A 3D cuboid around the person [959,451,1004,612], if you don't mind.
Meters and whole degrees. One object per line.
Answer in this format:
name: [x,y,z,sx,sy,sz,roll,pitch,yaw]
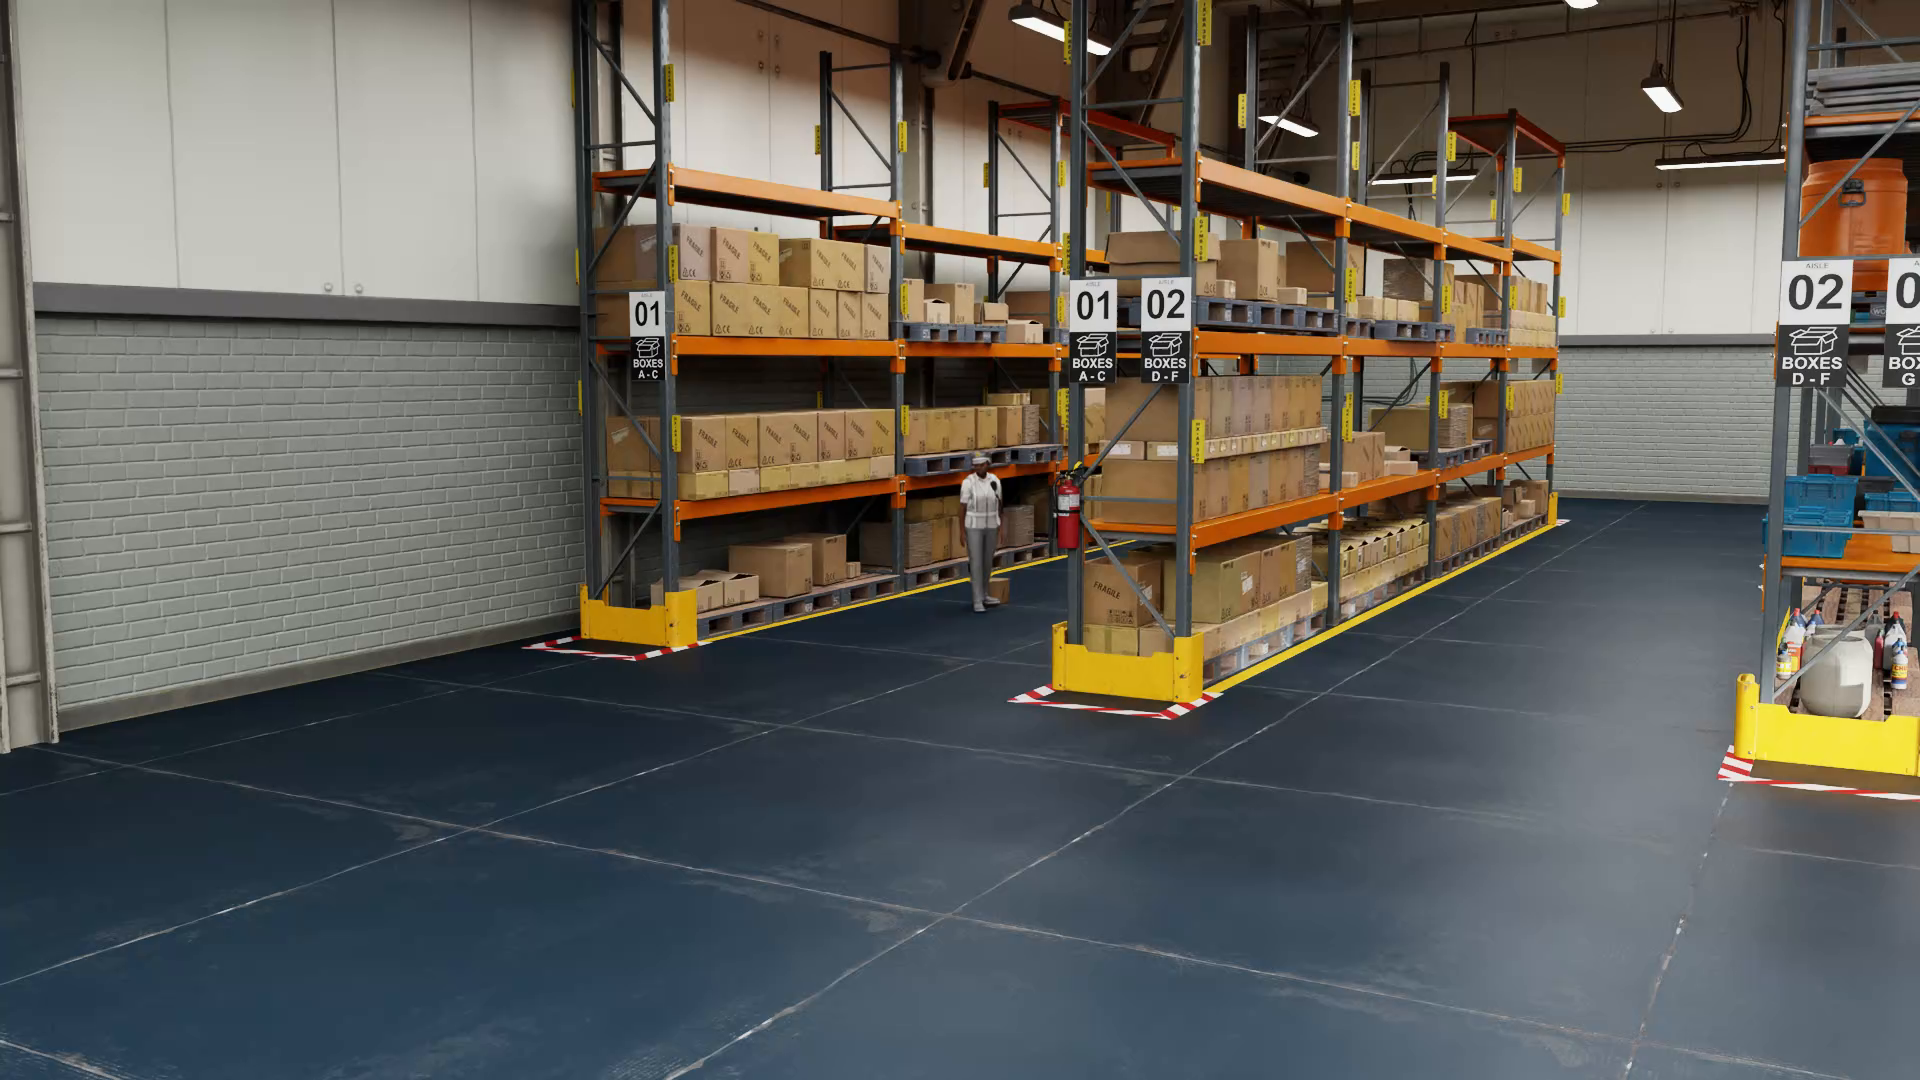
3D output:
person: [0.230,-0.108,17.341,0.498,1.661,0.588,-2,7,-22]
